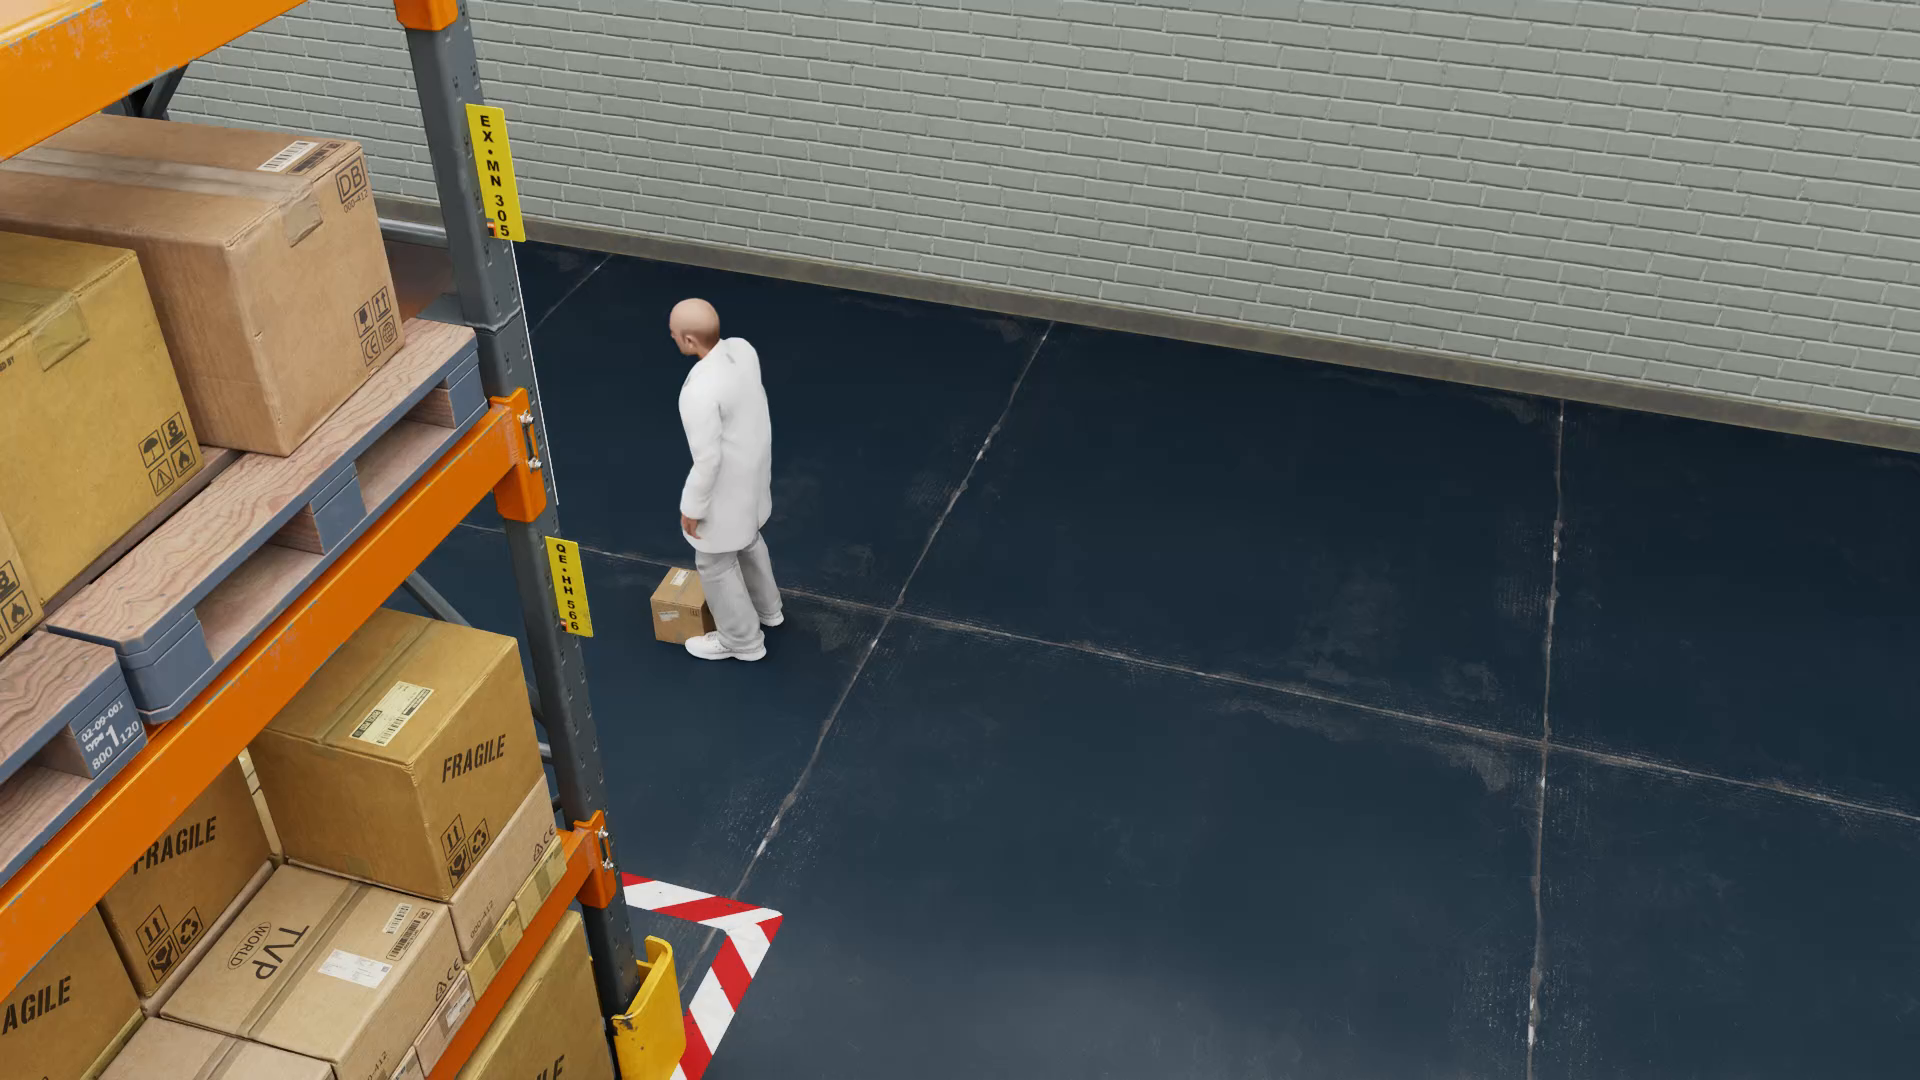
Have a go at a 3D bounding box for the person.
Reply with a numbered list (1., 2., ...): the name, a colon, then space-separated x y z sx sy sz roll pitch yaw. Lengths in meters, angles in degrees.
1. person: -1.029 -0.257 7.252 0.423 1.774 0.643 11 38 14
